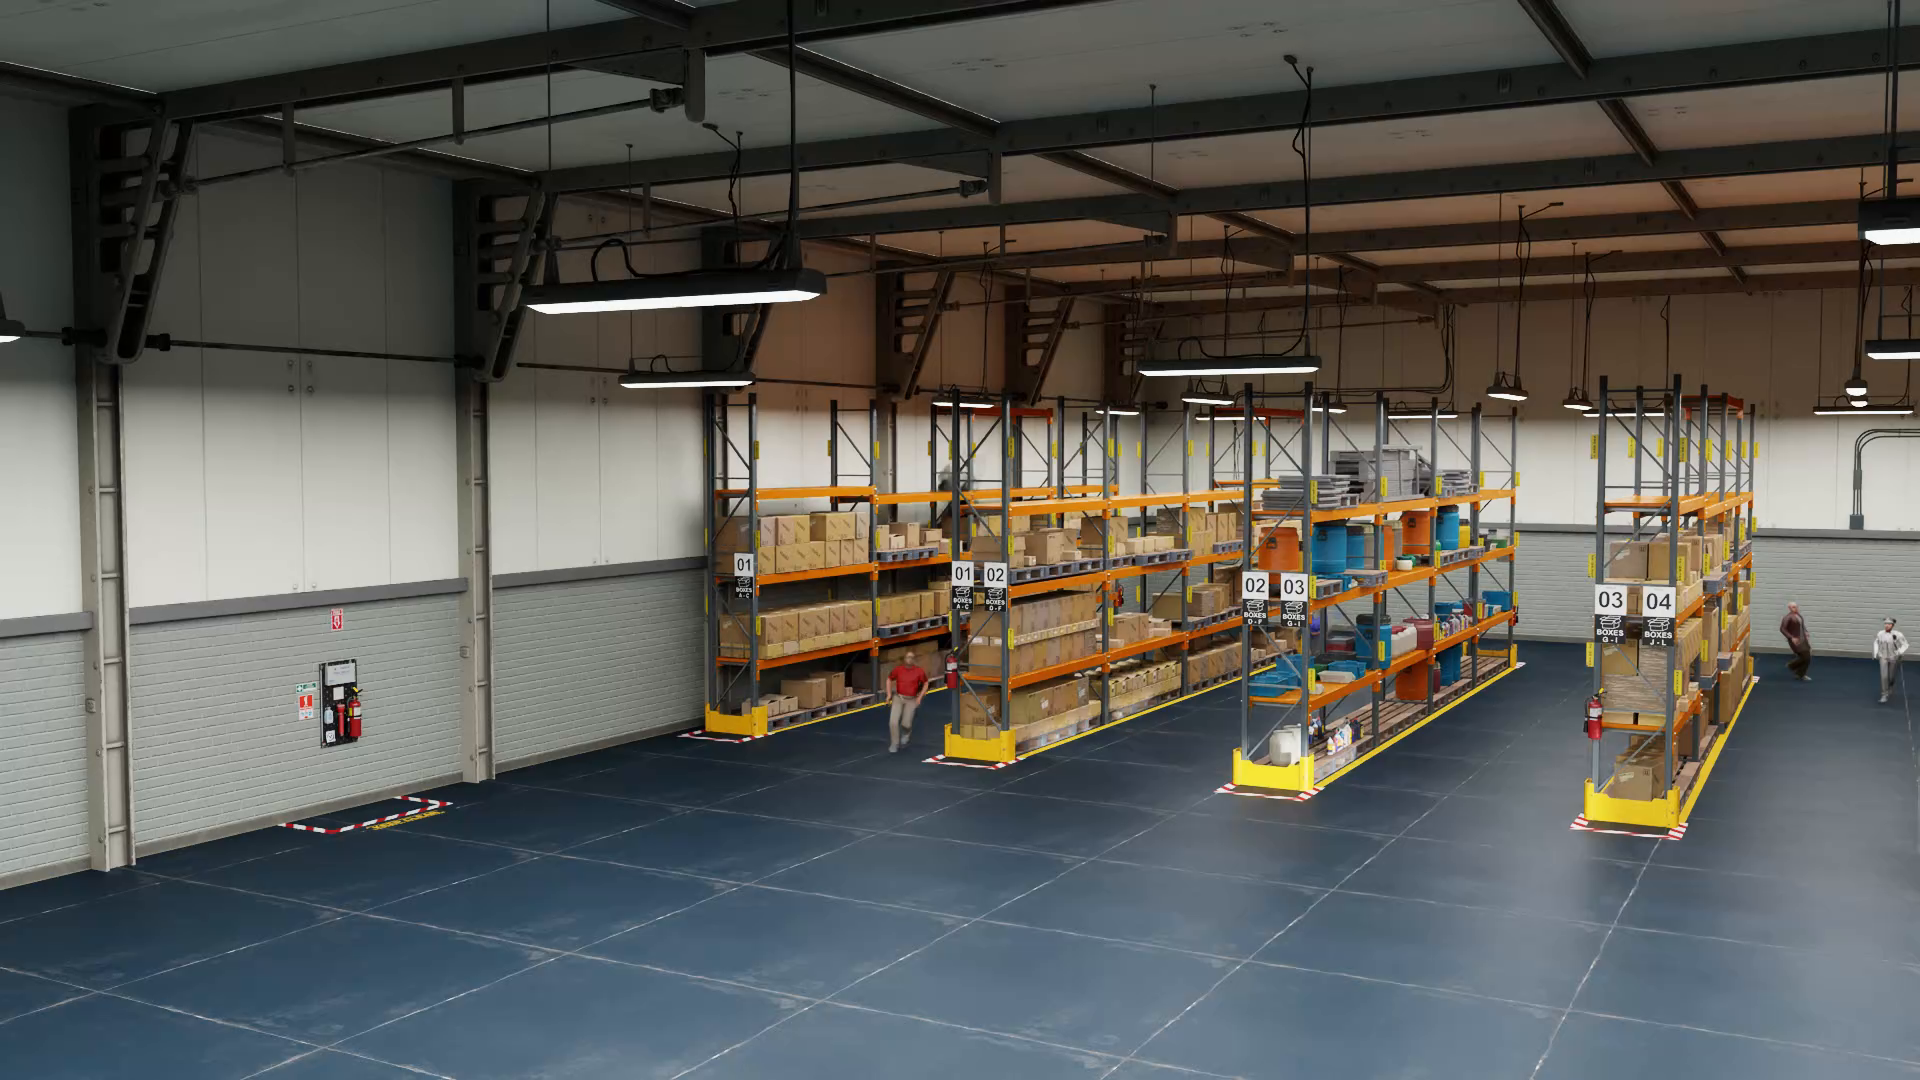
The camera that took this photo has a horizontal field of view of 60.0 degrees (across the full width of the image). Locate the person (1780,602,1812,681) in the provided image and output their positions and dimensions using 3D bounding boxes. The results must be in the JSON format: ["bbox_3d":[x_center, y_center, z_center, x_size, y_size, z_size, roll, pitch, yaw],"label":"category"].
[{"bbox_3d":[18.208,2.202,36.212,0.750,1.710,0.575,-2,3,-28],"label":"person"}]

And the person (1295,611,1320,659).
[{"bbox_3d":[7.405,2.249,35.425,0.575,1.628,0.921,1,3,23],"label":"person"}]

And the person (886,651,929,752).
[{"bbox_3d":[-0.894,2.691,27.688,0.709,1.682,0.538,1,3,11],"label":"person"}]

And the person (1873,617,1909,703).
[{"bbox_3d":[18.503,2.367,33.069,0.634,1.701,0.801,3,4,40],"label":"person"}]
